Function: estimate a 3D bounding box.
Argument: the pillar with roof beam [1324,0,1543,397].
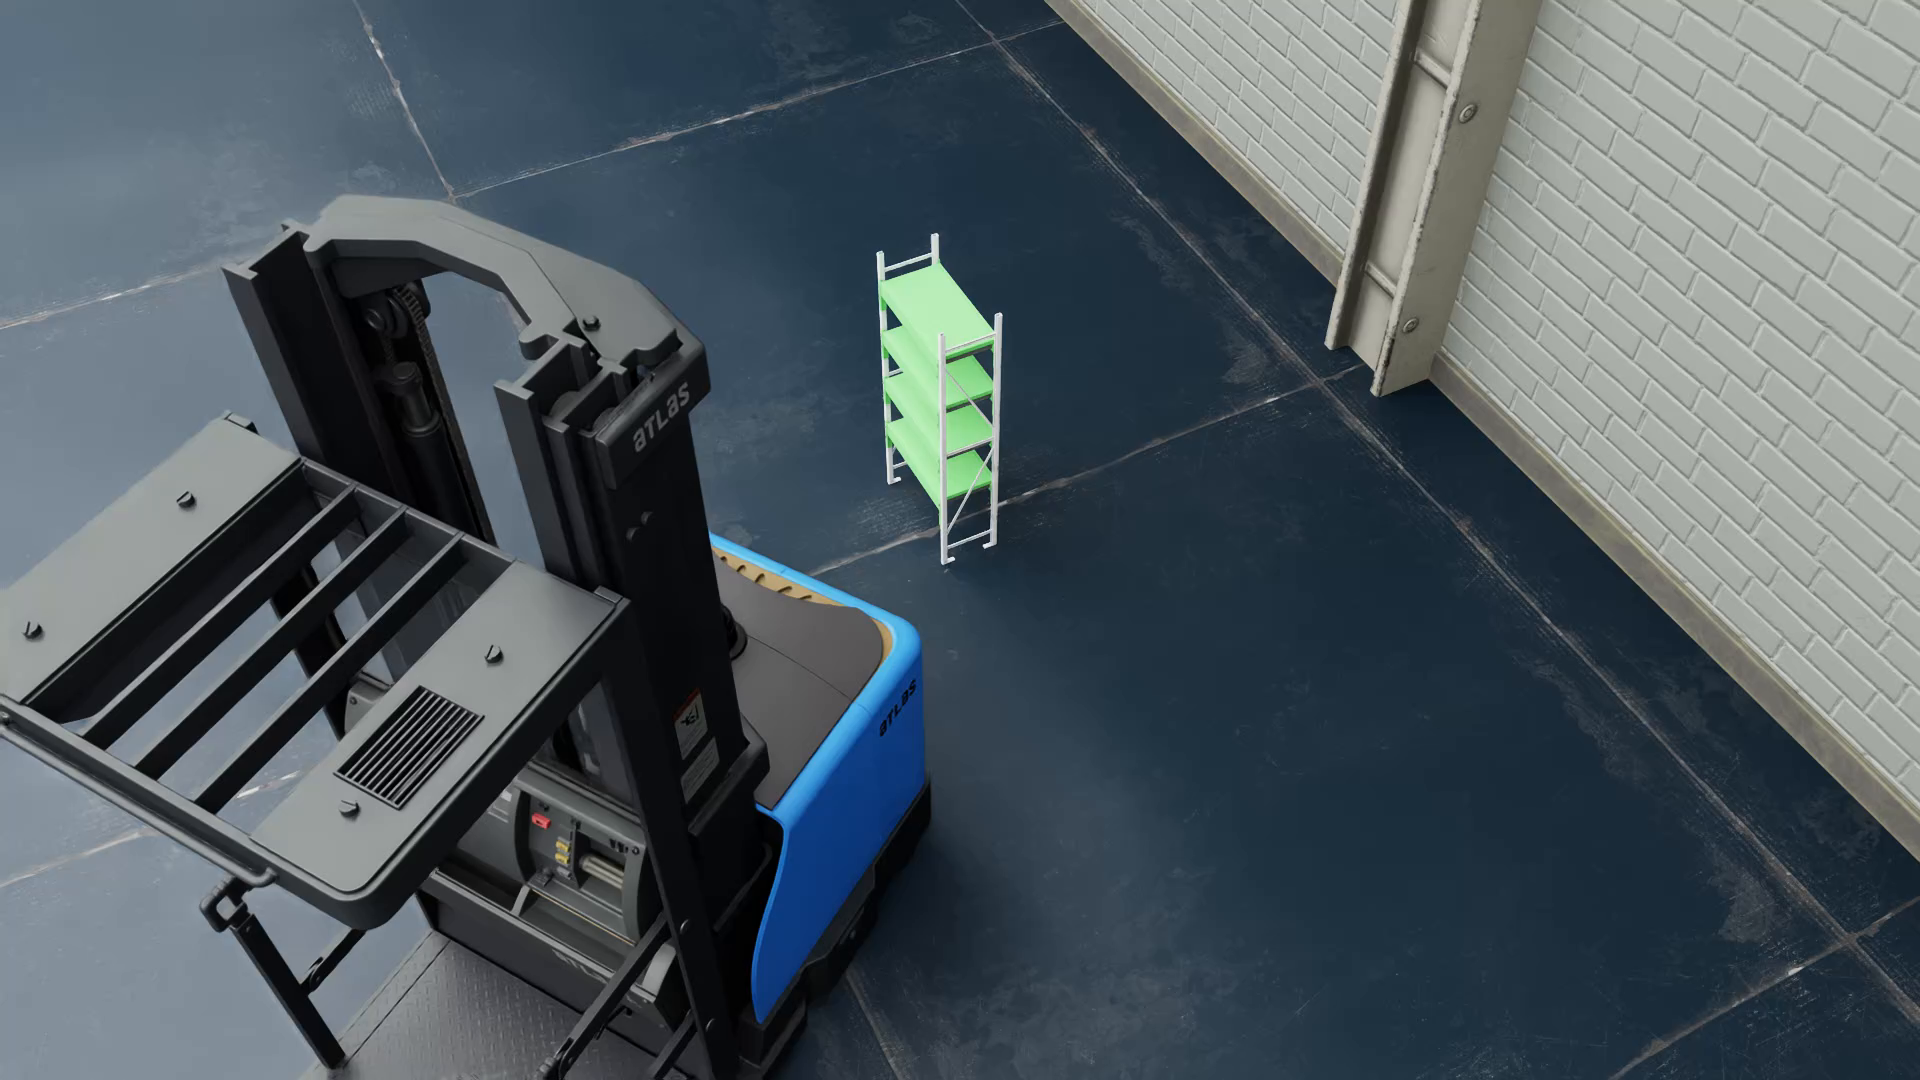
[{"bbox_3d":[-1.980,-2.279,2.658,9.100,9.000,0.400,-21,52,-18],"label":"pillar with roof beam"}]

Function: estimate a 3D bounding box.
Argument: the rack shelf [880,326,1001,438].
[{"bbox_3d":[-0.076,-0.622,6.155,0.258,0.148,0.480,-21,52,-18],"label":"rack shelf"}]

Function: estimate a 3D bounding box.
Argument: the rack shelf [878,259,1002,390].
[{"bbox_3d":[-0.076,-0.780,5.975,0.258,0.148,0.480,-21,52,-18],"label":"rack shelf"}]

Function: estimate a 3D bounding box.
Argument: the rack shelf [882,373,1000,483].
[{"bbox_3d":[-0.076,-0.464,6.336,0.258,0.148,0.480,-21,52,-18],"label":"rack shelf"}]

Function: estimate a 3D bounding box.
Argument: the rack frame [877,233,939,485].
[{"bbox_3d":[-0.187,-0.669,6.431,0.240,1.200,0.015,-21,52,-18],"label":"rack frame"}]

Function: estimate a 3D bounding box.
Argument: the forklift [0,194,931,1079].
[{"bbox_3d":[-1.261,0.794,4.001,1.130,2.935,3.031,23,53,19],"label":"forklift"}]

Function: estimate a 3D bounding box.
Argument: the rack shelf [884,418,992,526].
[{"bbox_3d":[-0.076,-0.306,6.517,0.258,0.148,0.480,-21,52,-18],"label":"rack shelf"}]

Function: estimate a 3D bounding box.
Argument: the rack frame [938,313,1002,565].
[{"bbox_3d":[0.036,-0.342,6.145,0.240,1.200,0.015,-21,52,-18],"label":"rack frame"}]

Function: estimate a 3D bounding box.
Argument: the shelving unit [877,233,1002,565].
[{"bbox_3d":[-0.076,-0.506,6.288,0.258,1.200,0.503,-21,52,-18],"label":"shelving unit"}]
